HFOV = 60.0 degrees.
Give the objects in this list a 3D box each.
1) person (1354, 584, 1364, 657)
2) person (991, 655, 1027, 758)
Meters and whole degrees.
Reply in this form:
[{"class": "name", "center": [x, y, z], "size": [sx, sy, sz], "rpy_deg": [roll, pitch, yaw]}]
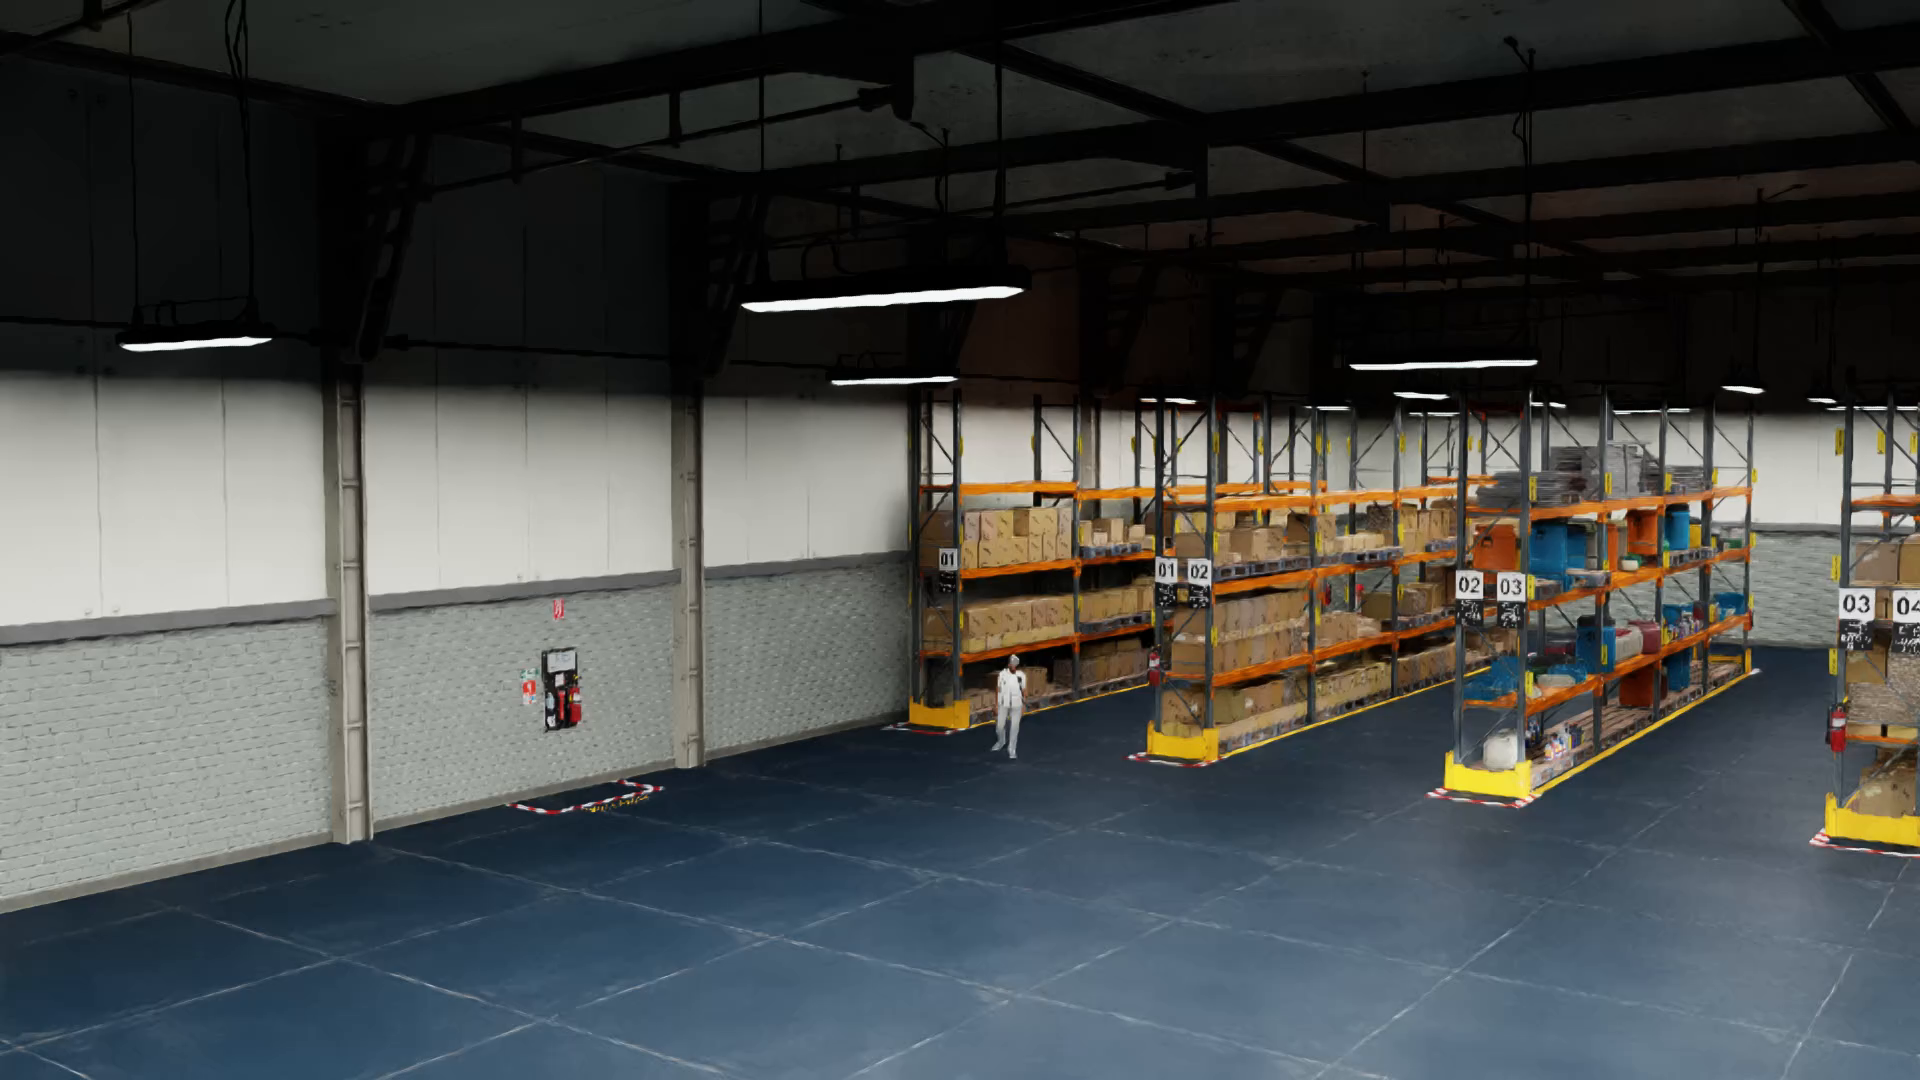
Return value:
[{"class": "person", "center": [9.505, 1.875, 39.502], "size": [0.553, 1.694, 1.123], "rpy_deg": [2, 4, 37]}, {"class": "person", "center": [0.789, 2.658, 26.699], "size": [0.560, 1.657, 0.572], "rpy_deg": [0, 3, -2]}]
